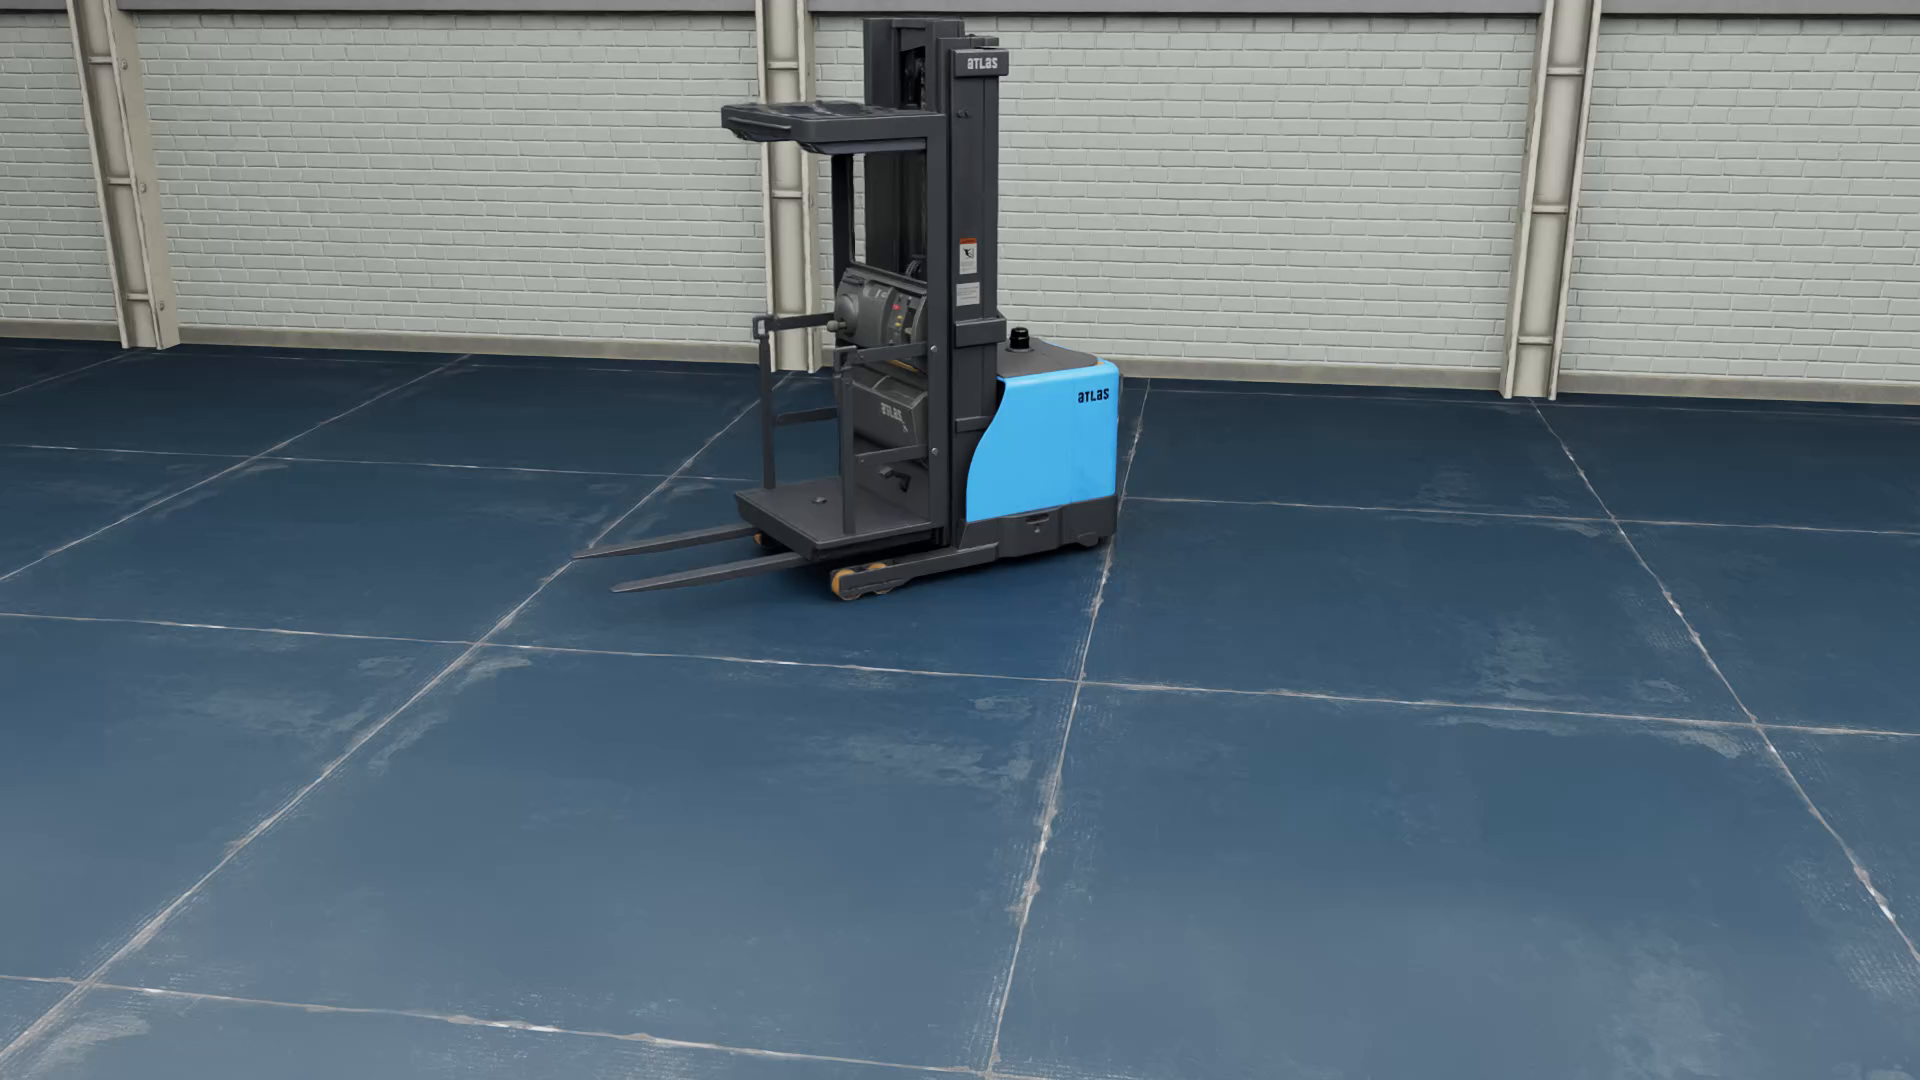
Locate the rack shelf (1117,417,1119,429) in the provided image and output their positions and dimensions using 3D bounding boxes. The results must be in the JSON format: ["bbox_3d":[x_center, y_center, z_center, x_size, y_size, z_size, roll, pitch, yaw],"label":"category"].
[{"bbox_3d":[0.808,-0.729,10.079,0.200,0.077,0.258,-4,18,-28],"label":"rack shelf"}]

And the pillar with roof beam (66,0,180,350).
[{"bbox_3d":[-8.006,-4.684,9.620,0.400,9.000,9.100,3,19,9],"label":"pillar with roof beam"}]

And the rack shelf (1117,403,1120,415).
[{"bbox_3d":[0.815,-0.816,10.055,0.200,0.077,0.258,-4,18,-28],"label":"rack shelf"}]

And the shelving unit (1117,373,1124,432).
[{"bbox_3d":[0.796,-0.589,10.120,0.210,0.900,0.258,-4,18,-28],"label":"shelving unit"}]

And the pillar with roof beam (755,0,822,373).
[{"bbox_3d":[-2.082,-4.382,8.717,0.400,9.000,9.100,3,19,9],"label":"pillar with roof beam"}]

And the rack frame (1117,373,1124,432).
[{"bbox_3d":[0.886,-0.595,10.167,0.006,0.900,0.240,-4,18,-28],"label":"rack frame"}]

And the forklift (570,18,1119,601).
[{"bbox_3d":[-0.612,-1.257,8.940,3.031,2.935,1.130,-11,21,-29],"label":"forklift"}]

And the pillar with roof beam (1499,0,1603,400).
[{"bbox_3d":[3.842,-4.080,7.815,0.400,9.000,9.100,3,19,9],"label":"pillar with roof beam"}]
